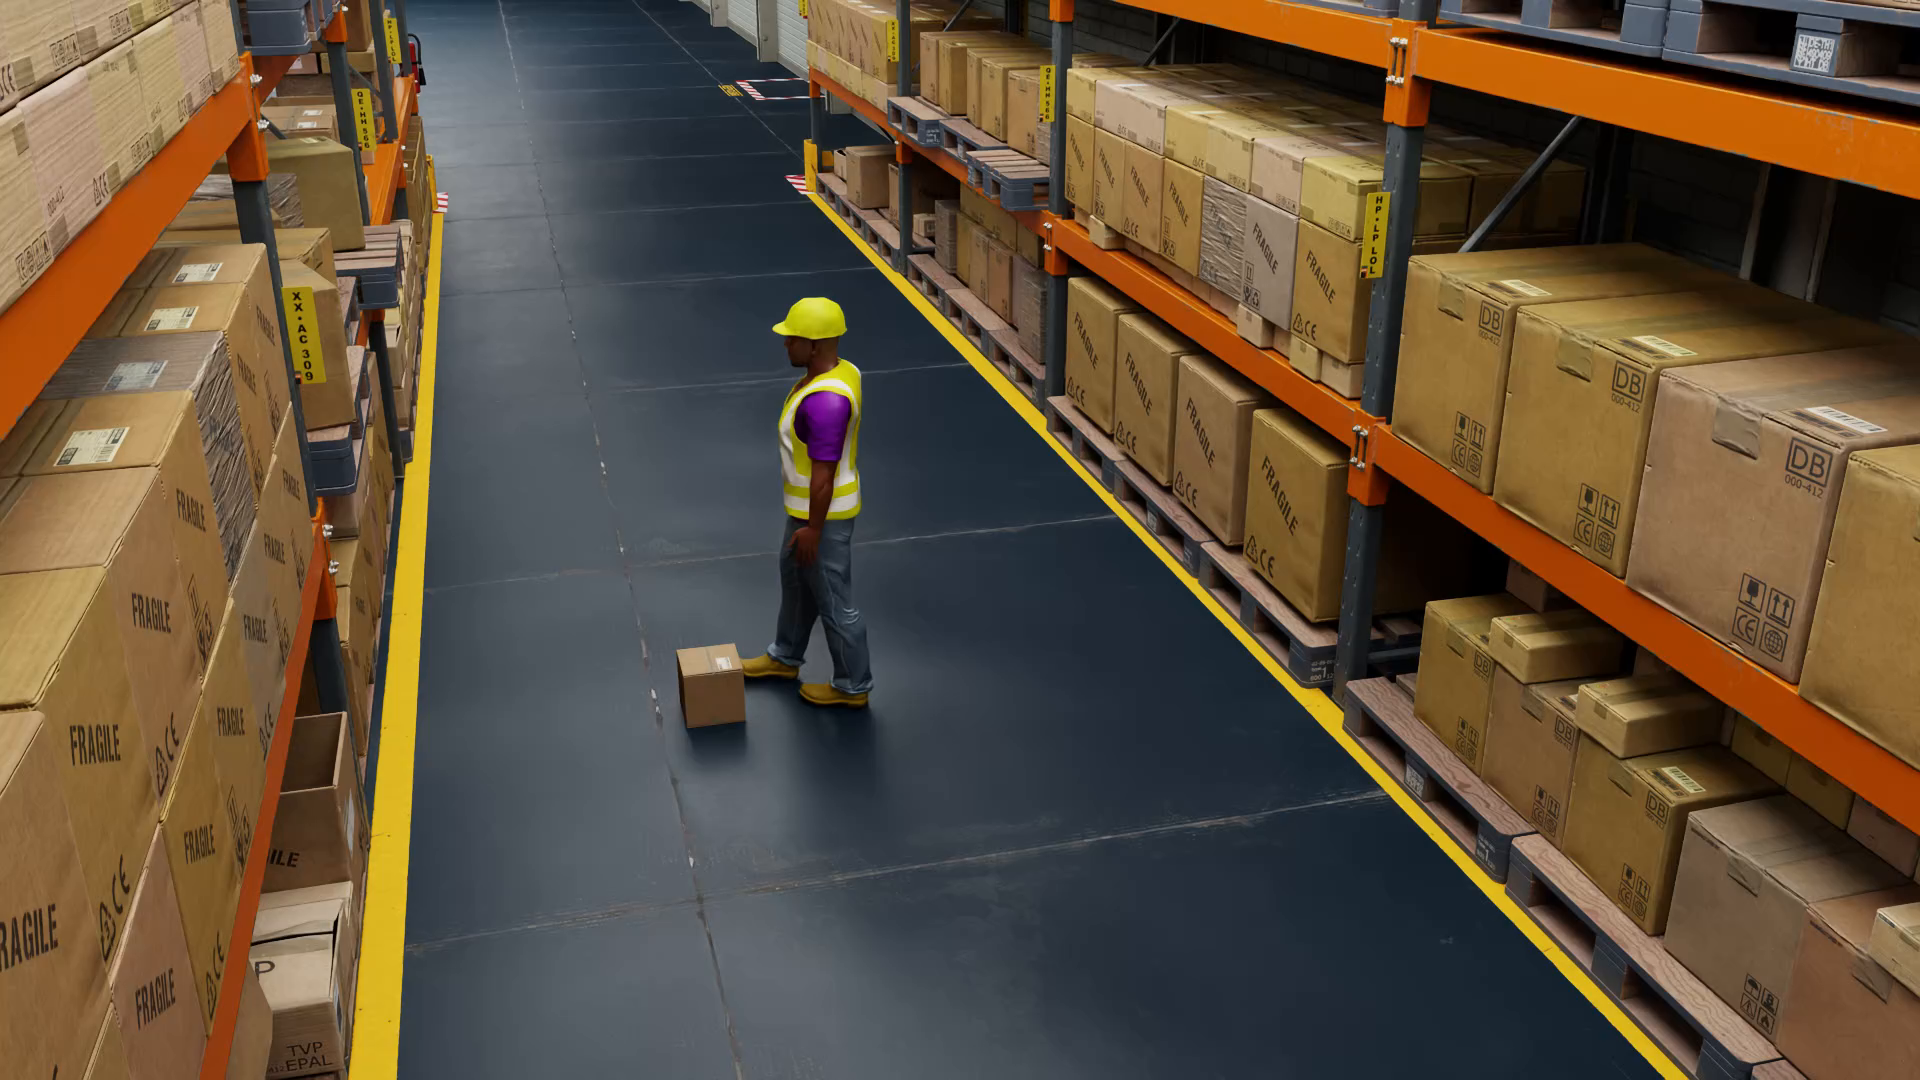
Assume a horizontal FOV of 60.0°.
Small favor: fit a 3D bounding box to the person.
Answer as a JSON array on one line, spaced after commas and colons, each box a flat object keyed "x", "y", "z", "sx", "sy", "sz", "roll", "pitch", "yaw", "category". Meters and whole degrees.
[{"x": -0.695, "y": -0.138, "z": 6.875, "sx": 0.641, "sy": 1.760, "sz": 0.569, "roll": -1, "pitch": 23, "yaw": -2, "category": "person"}]
